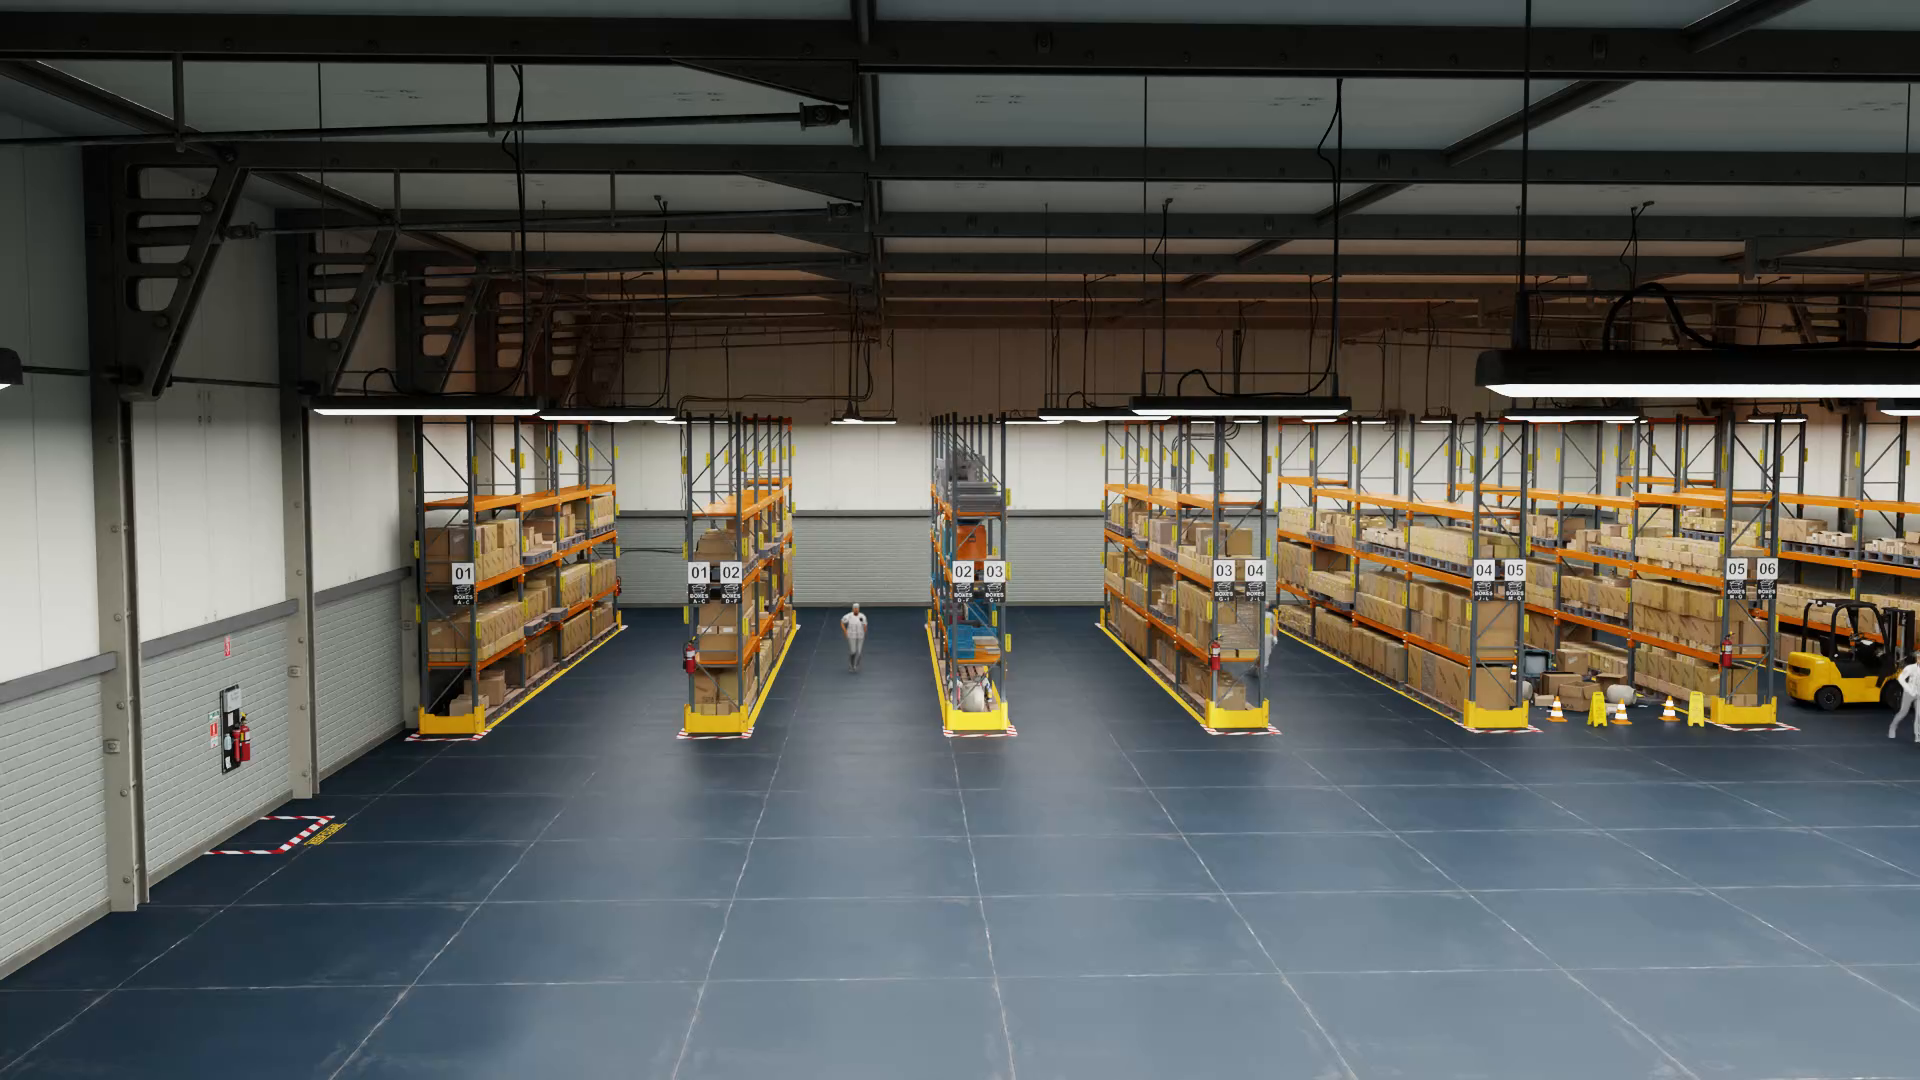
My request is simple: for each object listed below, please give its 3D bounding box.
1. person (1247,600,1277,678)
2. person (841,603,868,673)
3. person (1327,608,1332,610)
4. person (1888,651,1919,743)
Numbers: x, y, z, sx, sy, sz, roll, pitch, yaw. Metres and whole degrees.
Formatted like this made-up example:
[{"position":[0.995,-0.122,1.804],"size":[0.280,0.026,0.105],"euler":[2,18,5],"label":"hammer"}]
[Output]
[{"position":[6.894,2.242,37.947],"size":[0.644,1.780,0.588],"euler":[0,4,4],"label":"person"},{"position":[-2.436,2.286,38.632],"size":[0.618,1.644,0.693],"euler":[-1,4,-13],"label":"person"},{"position":[10.969,1.614,48.137],"size":[0.824,1.684,0.643],"euler":[3,5,39],"label":"person"},{"position":[17.279,2.815,30.016],"size":[0.652,1.662,0.947],"euler":[0,4,3],"label":"person"}]
